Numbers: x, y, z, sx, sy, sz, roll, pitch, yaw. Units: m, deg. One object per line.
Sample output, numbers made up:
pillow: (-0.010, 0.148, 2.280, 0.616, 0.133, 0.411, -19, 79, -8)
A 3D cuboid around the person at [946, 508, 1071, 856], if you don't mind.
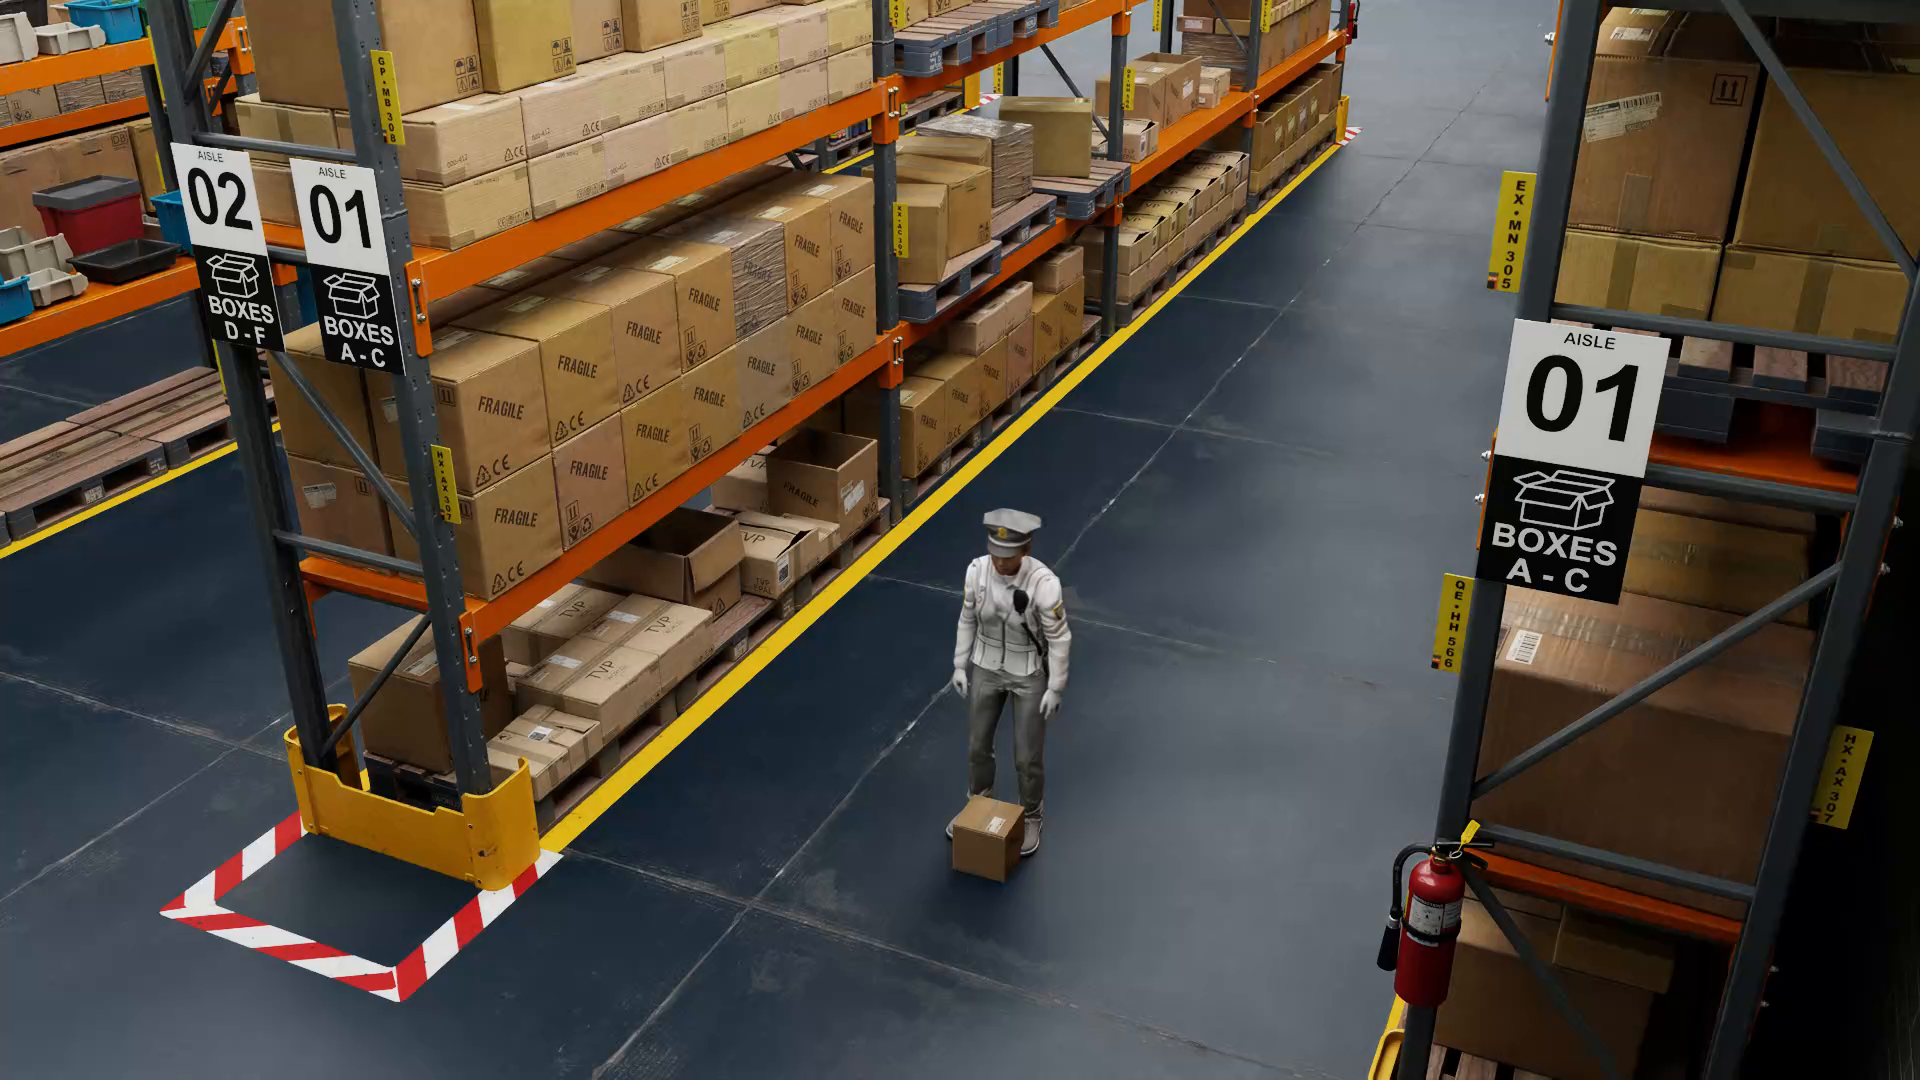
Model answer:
person: (0.220, 0.614, 7.369, 0.531, 1.661, 0.377, 11, 28, 21)
